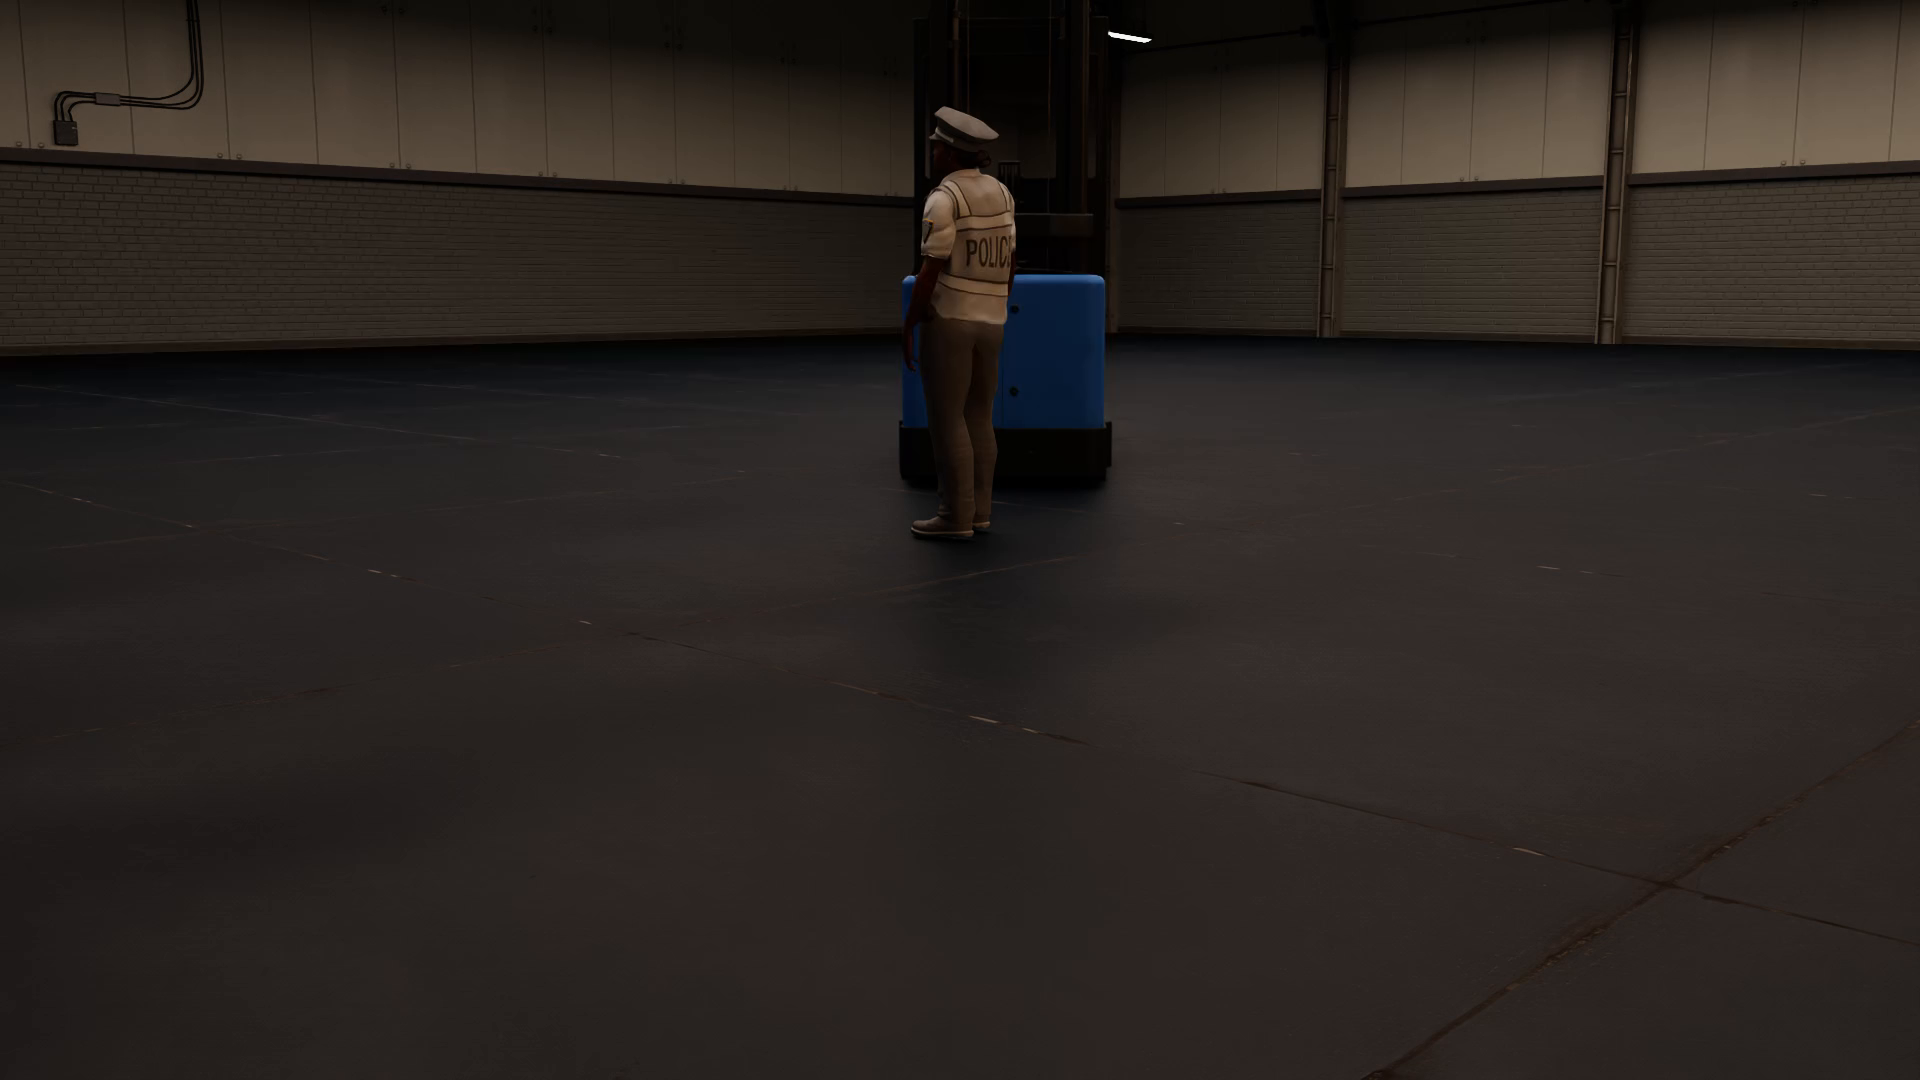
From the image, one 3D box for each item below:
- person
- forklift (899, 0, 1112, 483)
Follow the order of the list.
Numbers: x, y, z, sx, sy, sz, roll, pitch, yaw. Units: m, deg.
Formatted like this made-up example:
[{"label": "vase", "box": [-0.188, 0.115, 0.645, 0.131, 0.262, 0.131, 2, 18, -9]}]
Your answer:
[{"label": "person", "box": [-0.040, -0.855, 6.655, 0.530, 1.695, 0.570, 8, 12, 43]}, {"label": "forklift", "box": [0.299, -1.926, 9.663, 1.130, 2.935, 3.031, 0, 9, 3]}]
